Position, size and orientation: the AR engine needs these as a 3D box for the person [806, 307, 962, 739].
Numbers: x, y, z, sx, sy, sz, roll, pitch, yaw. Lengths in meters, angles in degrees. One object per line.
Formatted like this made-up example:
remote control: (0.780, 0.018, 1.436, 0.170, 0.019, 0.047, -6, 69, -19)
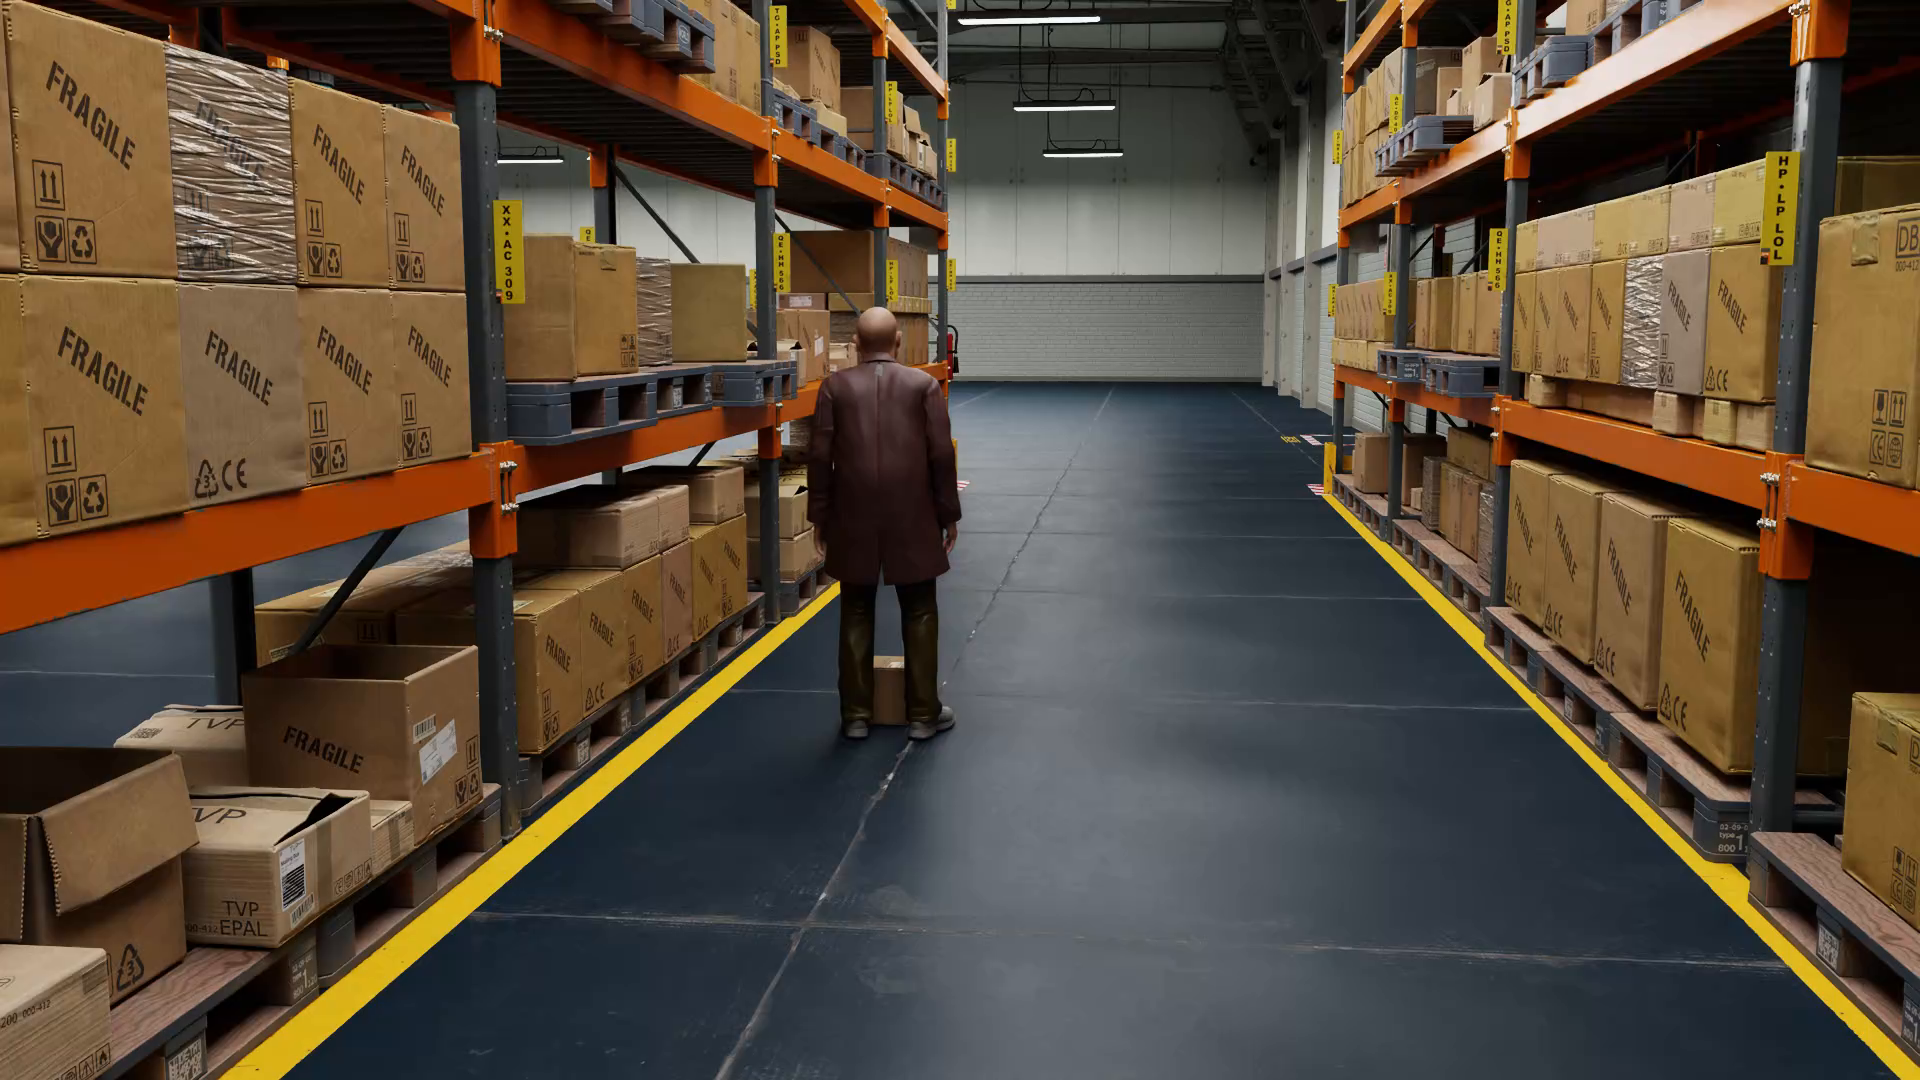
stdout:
person: (-0.316, -0.071, 6.889, 0.647, 1.773, 0.430, 0, 7, 3)
